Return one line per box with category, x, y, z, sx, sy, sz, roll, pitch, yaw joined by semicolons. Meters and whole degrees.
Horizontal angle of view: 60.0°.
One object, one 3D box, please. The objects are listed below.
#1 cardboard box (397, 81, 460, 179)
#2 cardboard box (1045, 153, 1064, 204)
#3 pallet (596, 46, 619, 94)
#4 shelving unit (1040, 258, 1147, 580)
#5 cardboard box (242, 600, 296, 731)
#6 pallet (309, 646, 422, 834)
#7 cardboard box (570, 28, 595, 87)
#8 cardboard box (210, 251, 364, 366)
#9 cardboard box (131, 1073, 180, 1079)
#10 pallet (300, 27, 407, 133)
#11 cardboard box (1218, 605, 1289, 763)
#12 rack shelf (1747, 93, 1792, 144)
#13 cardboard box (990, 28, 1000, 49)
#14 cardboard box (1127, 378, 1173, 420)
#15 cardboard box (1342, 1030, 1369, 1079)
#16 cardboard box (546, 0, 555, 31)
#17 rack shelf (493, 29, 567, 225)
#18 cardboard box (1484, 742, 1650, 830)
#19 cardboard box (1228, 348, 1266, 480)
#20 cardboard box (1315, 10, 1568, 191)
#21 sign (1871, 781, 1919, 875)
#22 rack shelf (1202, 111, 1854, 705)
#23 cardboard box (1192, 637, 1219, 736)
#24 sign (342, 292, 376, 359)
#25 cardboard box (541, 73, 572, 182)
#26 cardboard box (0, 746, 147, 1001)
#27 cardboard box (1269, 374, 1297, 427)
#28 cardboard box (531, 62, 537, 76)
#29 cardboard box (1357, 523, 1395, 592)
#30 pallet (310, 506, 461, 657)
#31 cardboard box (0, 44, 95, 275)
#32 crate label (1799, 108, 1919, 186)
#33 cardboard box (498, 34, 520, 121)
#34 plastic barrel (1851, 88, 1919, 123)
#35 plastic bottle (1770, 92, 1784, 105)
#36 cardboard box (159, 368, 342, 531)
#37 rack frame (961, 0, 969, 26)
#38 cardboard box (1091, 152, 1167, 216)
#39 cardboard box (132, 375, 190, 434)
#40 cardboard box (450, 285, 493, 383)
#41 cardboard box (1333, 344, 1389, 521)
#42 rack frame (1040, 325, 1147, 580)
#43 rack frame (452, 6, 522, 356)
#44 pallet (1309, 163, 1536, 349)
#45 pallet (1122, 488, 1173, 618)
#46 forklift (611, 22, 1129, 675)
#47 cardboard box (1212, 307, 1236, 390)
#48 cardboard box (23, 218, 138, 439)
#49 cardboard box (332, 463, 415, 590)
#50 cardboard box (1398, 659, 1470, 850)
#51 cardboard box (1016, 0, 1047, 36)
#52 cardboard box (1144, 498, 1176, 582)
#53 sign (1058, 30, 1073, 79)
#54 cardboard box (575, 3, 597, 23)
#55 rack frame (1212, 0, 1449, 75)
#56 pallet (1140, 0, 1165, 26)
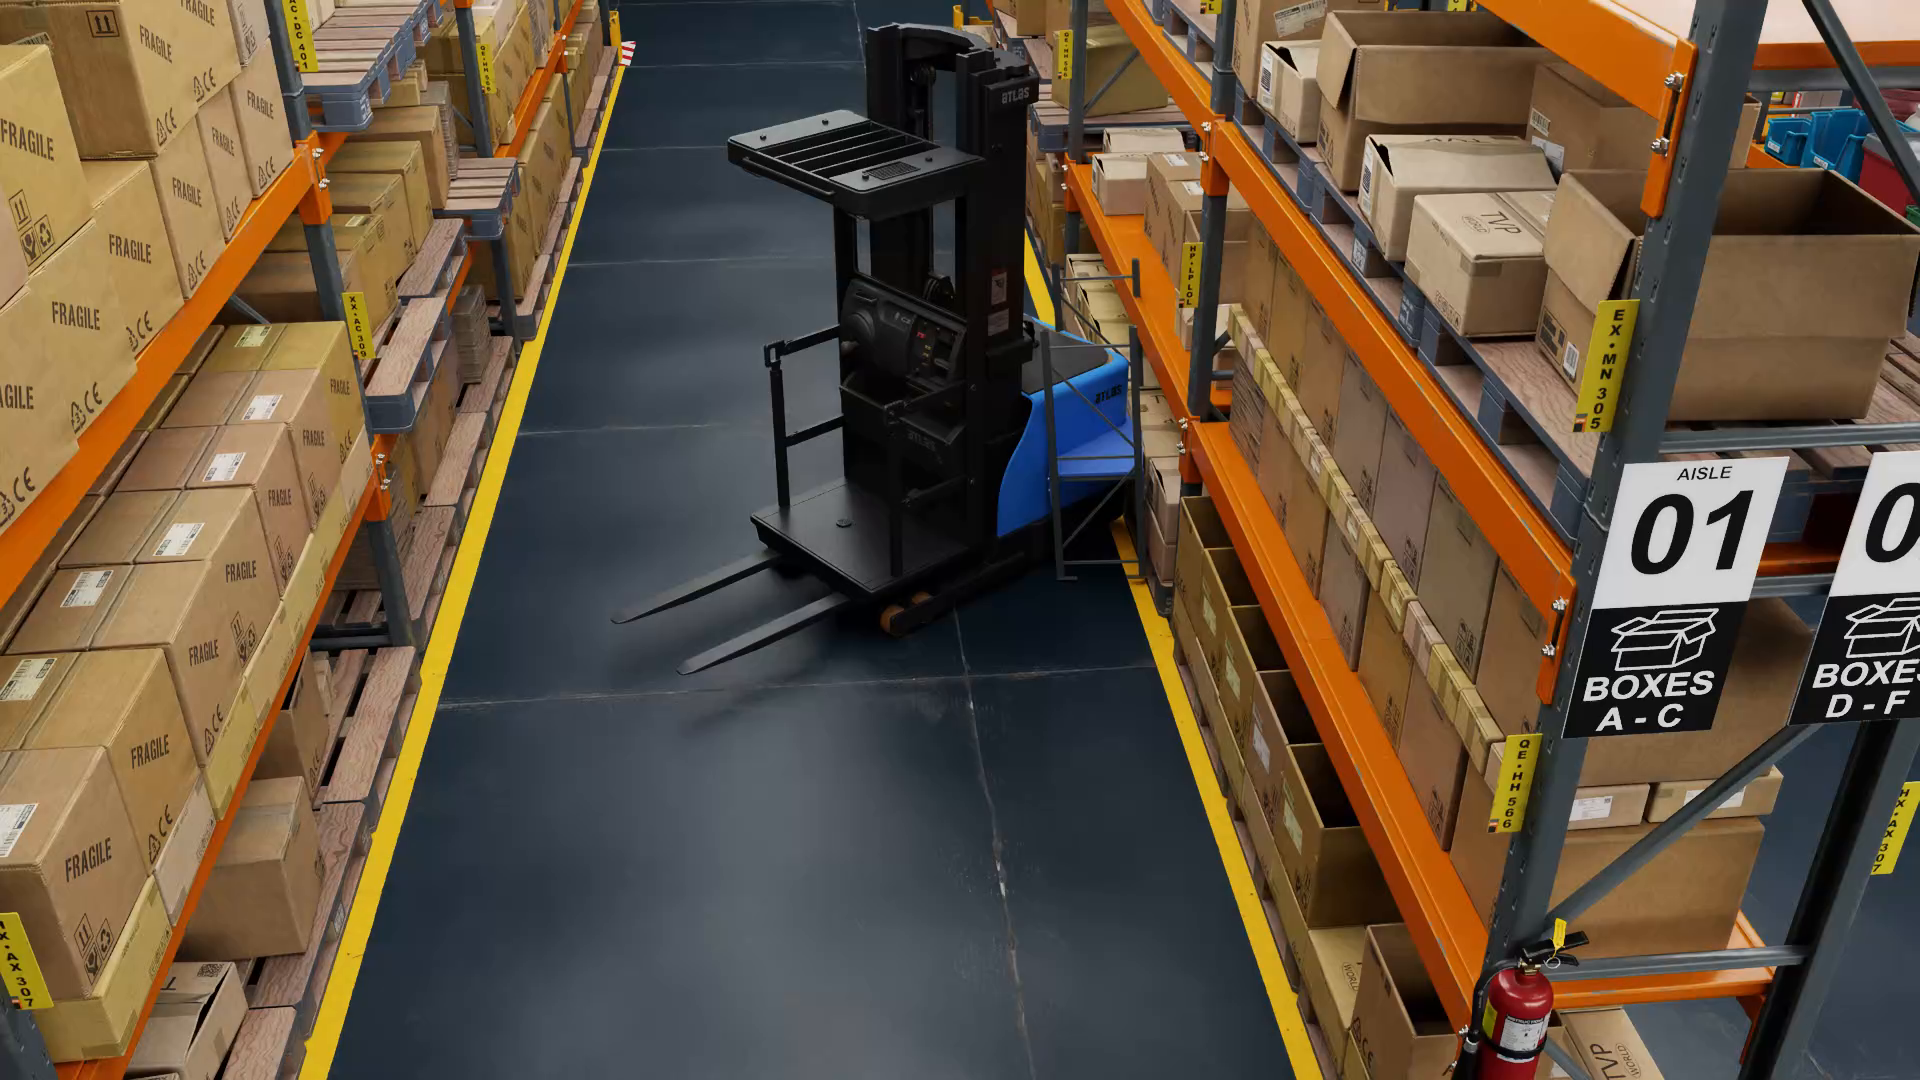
cardboard box;-3.618;-2.613;10.674;0.700;0.500;0.500;-6;31;-10
cardboard box;0.929;-2.793;12.778;0.500;0.250;0.500;-2;31;-3
pallet;-4.267;-5.104;18.089;1.003;0.211;1.213;-3;31;-5
shelving unit;0.783;-0.689;9.403;0.538;1.500;1.048;-1;29;8
cardboard box;-2.804;0.472;6.162;0.500;0.250;0.500;-2;31;-4
pallet;-3.201;0.960;7.938;1.003;0.211;1.213;-3;31;-5
cardboard box;-4.160;-4.948;17.136;0.700;0.500;0.500;-4;31;-6
cardboard box;-3.312;-1.072;8.093;0.700;0.500;0.500;-3;31;-4
cardboard box;-2.900;2.071;5.550;0.500;0.311;0.500;-6;31;-10
pallet;-3.250;-2.106;7.609;1.213;0.211;1.003;-3;31;-5
cardboard box;1.458;0.622;7.323;0.500;0.500;0.500;-3;31;-5
rack shelf;6.005;-3.808;13.902;1.077;0.370;4.000;-3;31;-5
cardboard box;0.705;-4.979;17.165;0.797;0.503;0.637;-3;31;-5
cardboard box;1.211;-0.772;9.842;0.500;0.311;0.500;-3;31;-5
cardboard box;1.663;1.965;5.808;0.500;0.250;0.500;-3;31;-5
cardboard box;-3.752;-4.619;14.151;0.500;0.500;0.500;-3;31;-5
rack shelf;-3.859;-3.333;13.107;1.077;0.370;4.000;-3;31;-5
cardboard box;1.781;0.717;4.895;0.380;0.149;0.250;-3;31;-5
cardboard box;1.681;-0.635;7.790;0.700;0.500;0.500;-4;31;-6
cardboard box;1.661;-1.544;5.837;0.797;0.503;0.637;1;31;1
sign;2.560;0.795;4.573;0.100;0.325;0.005;-3;31;-5
rack shelf;1.820;-0.776;5.900;1.077;0.370;4.000;-3;31;-5
cardboard box;1.416;0.689;7.943;0.500;0.250;0.500;-3;31;-5
sign;-2.759;-0.980;7.622;0.100;0.325;0.005;-3;31;-5
cardboard box;-3.856;-3.595;14.530;0.750;0.750;0.750;-2;31;-4
cardboard box;-2.670;0.939;4.648;0.500;0.500;0.500;-3;31;-5
cardboard box;1.541;-0.599;7.098;0.380;0.149;0.250;-3;31;-5
cardboard box;-3.666;-3.883;13.551;0.380;0.149;0.250;-3;31;-5
cardboard box;1.659;0.056;6.001;0.380;0.149;0.250;-2;31;-3
pallet;-3.373;0.221;9.174;1.003;0.211;1.213;-3;31;-5
cardboard box;-2.774;-1.033;4.537;0.500;0.500;0.500;-2;31;-3
crate label;6.015;-2.591;11.128;0.502;0.435;0.616;-3;31;-5
cardboard box;-3.502;-3.328;11.990;0.500;0.500;0.500;-2;31;-3
plastic barrel;6.536;-2.932;11.600;0.600;0.536;0.708;-3;31;-5
plastic bottle;6.307;-3.468;12.824;0.097;0.201;0.097;0;31;0
cardboard box;-2.894;-0.364;6.829;0.500;0.500;0.500;-3;31;-5
rack frame;0.512;-6.945;18.452;1.000;3.000;0.127;-3;31;-5
cardboard box;1.150;-2.356;10.856;0.500;0.311;0.500;-3;31;-5
cardboard box;-3.418;-0.331;6.774;0.500;0.500;0.500;-3;31;-5
cardboard box;-3.553;-1.372;11.130;0.700;0.500;0.500;-2;31;-4
cardboard box;1.822;-0.423;6.170;0.700;0.500;0.500;-3;31;-5
rack frame;0.730;-0.441;8.963;0.500;1.500;0.032;-1;29;8
rack frame;-3.672;-2.621;11.213;1.000;3.000;0.127;-3;31;-5
pallet;1.849;-1.012;5.681;1.003;0.211;1.213;-3;31;-5
pallet;1.525;0.005;9.536;1.003;0.211;1.213;-3;31;-5
forklift;-0.465;-1.046;8.643;3.031;2.935;1.130;-25;39;-35
cardboard box;1.544;-1.003;8.650;0.500;0.250;0.500;-1;31;-1
cardboard box;-2.774;-0.599;4.786;0.500;0.500;0.500;-1;31;-2
cardboard box;-3.384;-0.070;8.950;0.700;0.500;0.500;-2;31;-3
cardboard box;1.922;0.674;5.598;0.700;0.500;0.500;-2;31;-3
cardboard box;0.835;-4.525;13.894;0.700;0.500;0.500;2;31;3
cardboard box;1.306;-0.016;9.123;0.500;0.250;0.500;-3;31;-5
sign;0.720;-3.293;11.285;0.100;0.325;0.005;-3;31;-5
cardboard box;-4.037;-5.551;17.514;0.380;0.149;0.250;-2;31;-3
rack frame;1.633;-3.394;6.656;1.000;3.000;0.127;-3;31;-5
pallet;1.519;-3.154;9.364;1.003;0.211;1.213;-1;31;-2
